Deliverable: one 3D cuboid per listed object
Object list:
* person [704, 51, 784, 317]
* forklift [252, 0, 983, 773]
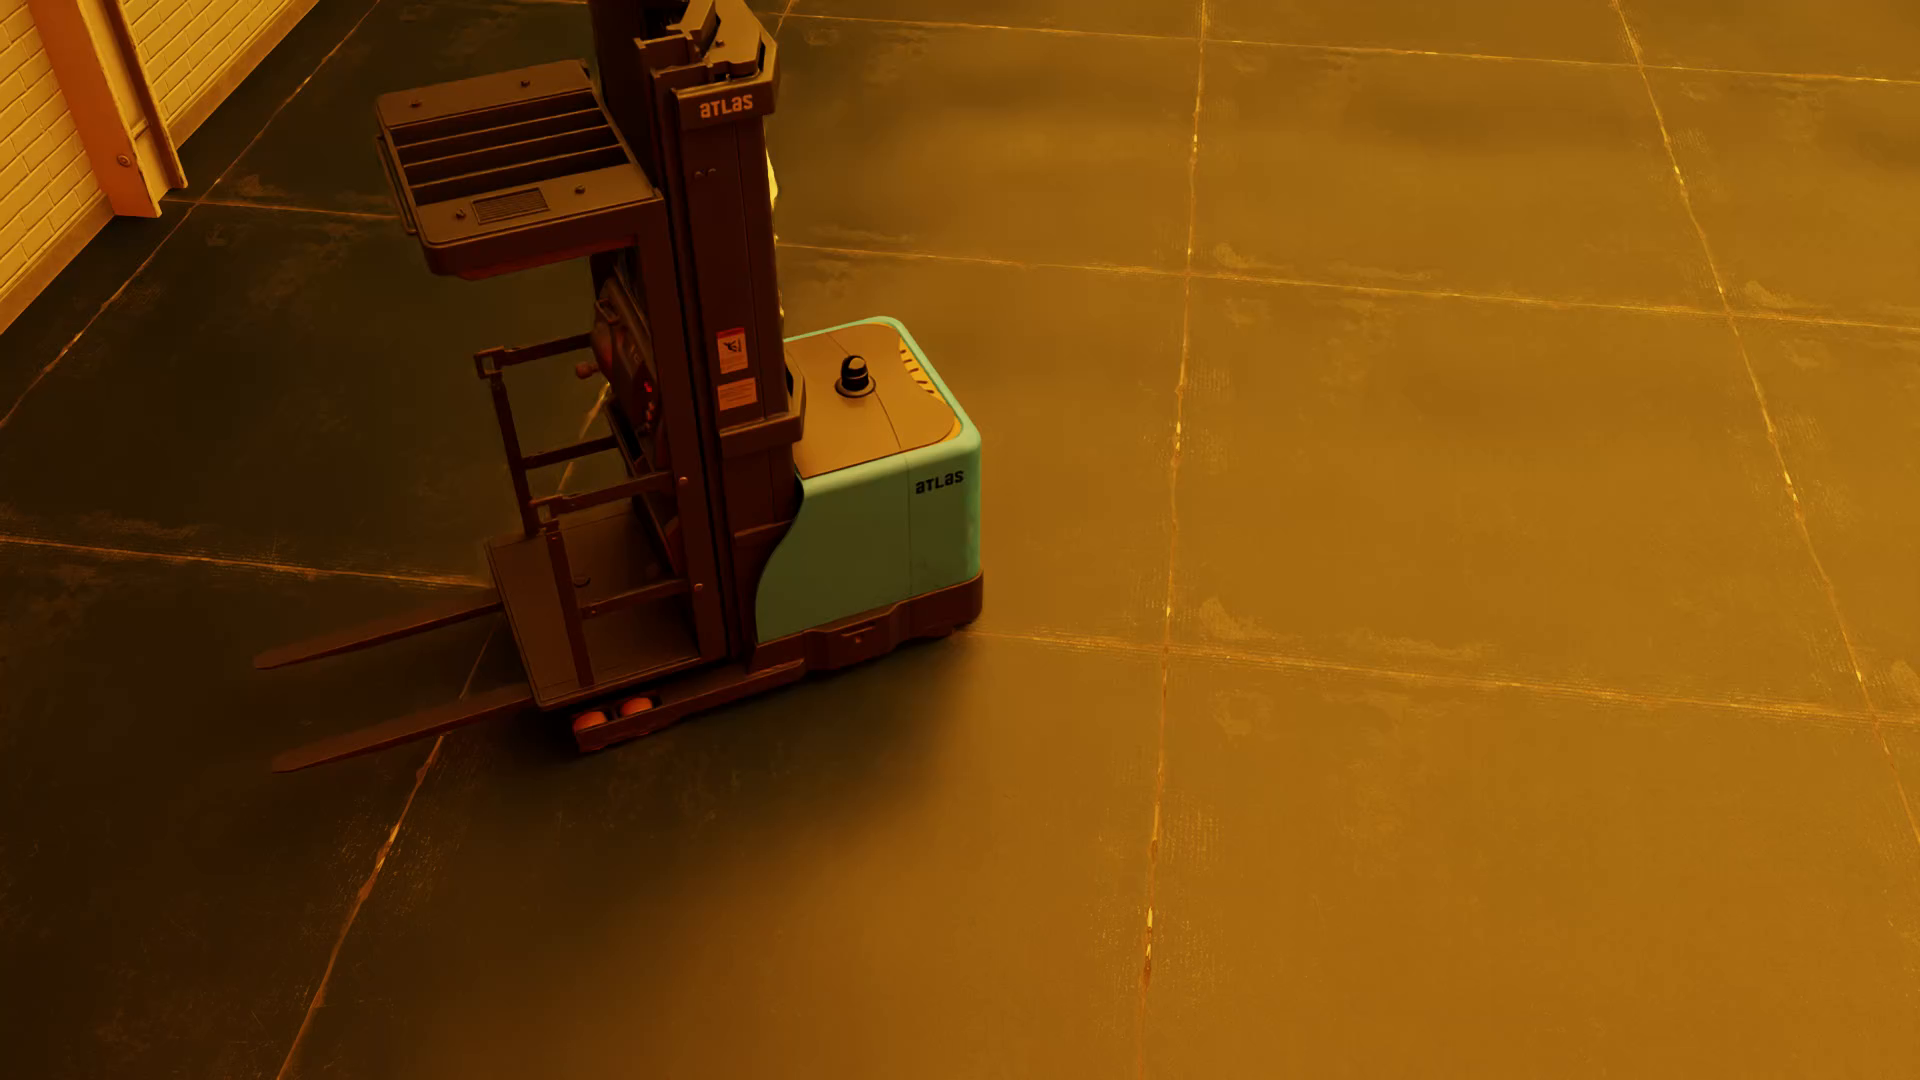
[{"bbox_3d":[-1.170,-1.765,8.656,0.671,1.614,0.654,10,44,11],"label":"person"},{"bbox_3d":[-1.463,-0.611,6.390,3.031,2.935,1.130,-16,45,-17],"label":"forklift"}]
